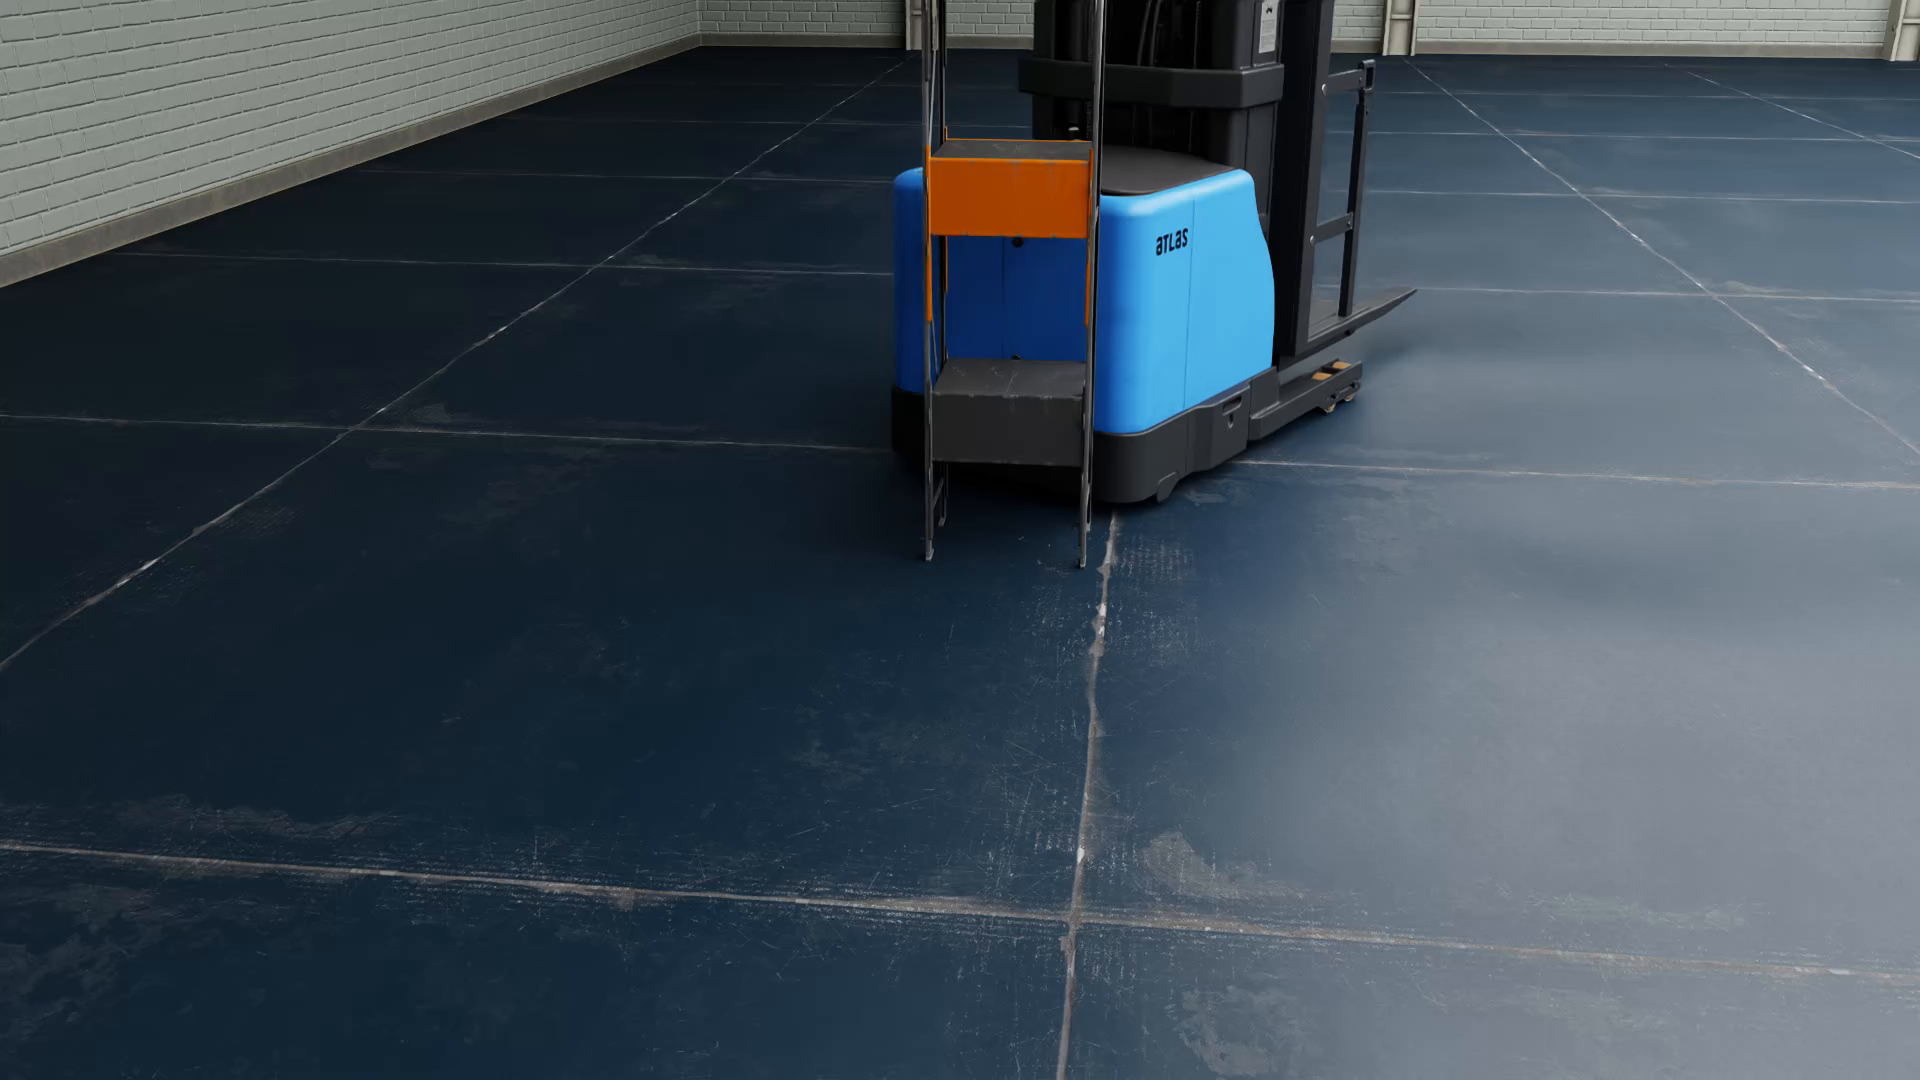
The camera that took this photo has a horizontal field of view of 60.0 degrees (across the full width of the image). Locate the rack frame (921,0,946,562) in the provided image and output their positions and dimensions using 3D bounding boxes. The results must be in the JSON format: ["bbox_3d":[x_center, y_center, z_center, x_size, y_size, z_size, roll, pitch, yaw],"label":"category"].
[{"bbox_3d":[-0.078,-0.980,5.062,0.015,2.100,0.400,2,22,6],"label":"rack frame"}]

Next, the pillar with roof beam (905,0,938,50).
[{"bbox_3d":[-0.990,-8.960,15.863,0.400,9.000,9.100,2,22,6],"label":"pillar with roof beam"}]

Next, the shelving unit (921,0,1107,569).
[{"bbox_3d":[0.164,-0.969,5.036,0.503,2.100,0.431,2,22,6],"label":"shelving unit"}]

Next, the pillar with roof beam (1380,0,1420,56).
[{"bbox_3d":[4.969,-8.700,15.206,0.400,9.000,9.100,2,22,6],"label":"pillar with roof beam"}]

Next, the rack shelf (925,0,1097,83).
[{"bbox_3d":[0.164,-1.608,4.783,0.480,0.518,0.431,2,22,6],"label":"rack shelf"}]

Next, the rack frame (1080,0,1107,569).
[{"bbox_3d":[0.407,-0.959,5.009,0.015,2.100,0.400,2,22,6],"label":"rack frame"}]

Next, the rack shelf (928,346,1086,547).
[{"bbox_3d":[0.164,-0.306,5.298,0.480,0.518,0.431,2,22,6],"label":"rack shelf"}]

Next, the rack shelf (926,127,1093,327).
[{"bbox_3d":[0.164,-0.957,5.041,0.480,0.518,0.431,2,22,6],"label":"rack shelf"}]

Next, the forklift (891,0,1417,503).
[{"bbox_3d":[1.013,-1.968,6.431,1.130,2.935,3.031,15,26,33],"label":"forklift"}]

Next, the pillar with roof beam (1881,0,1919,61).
[{"bbox_3d":[10.927,-8.440,14.550,0.400,9.000,9.100,2,22,6],"label":"pillar with roof beam"}]
